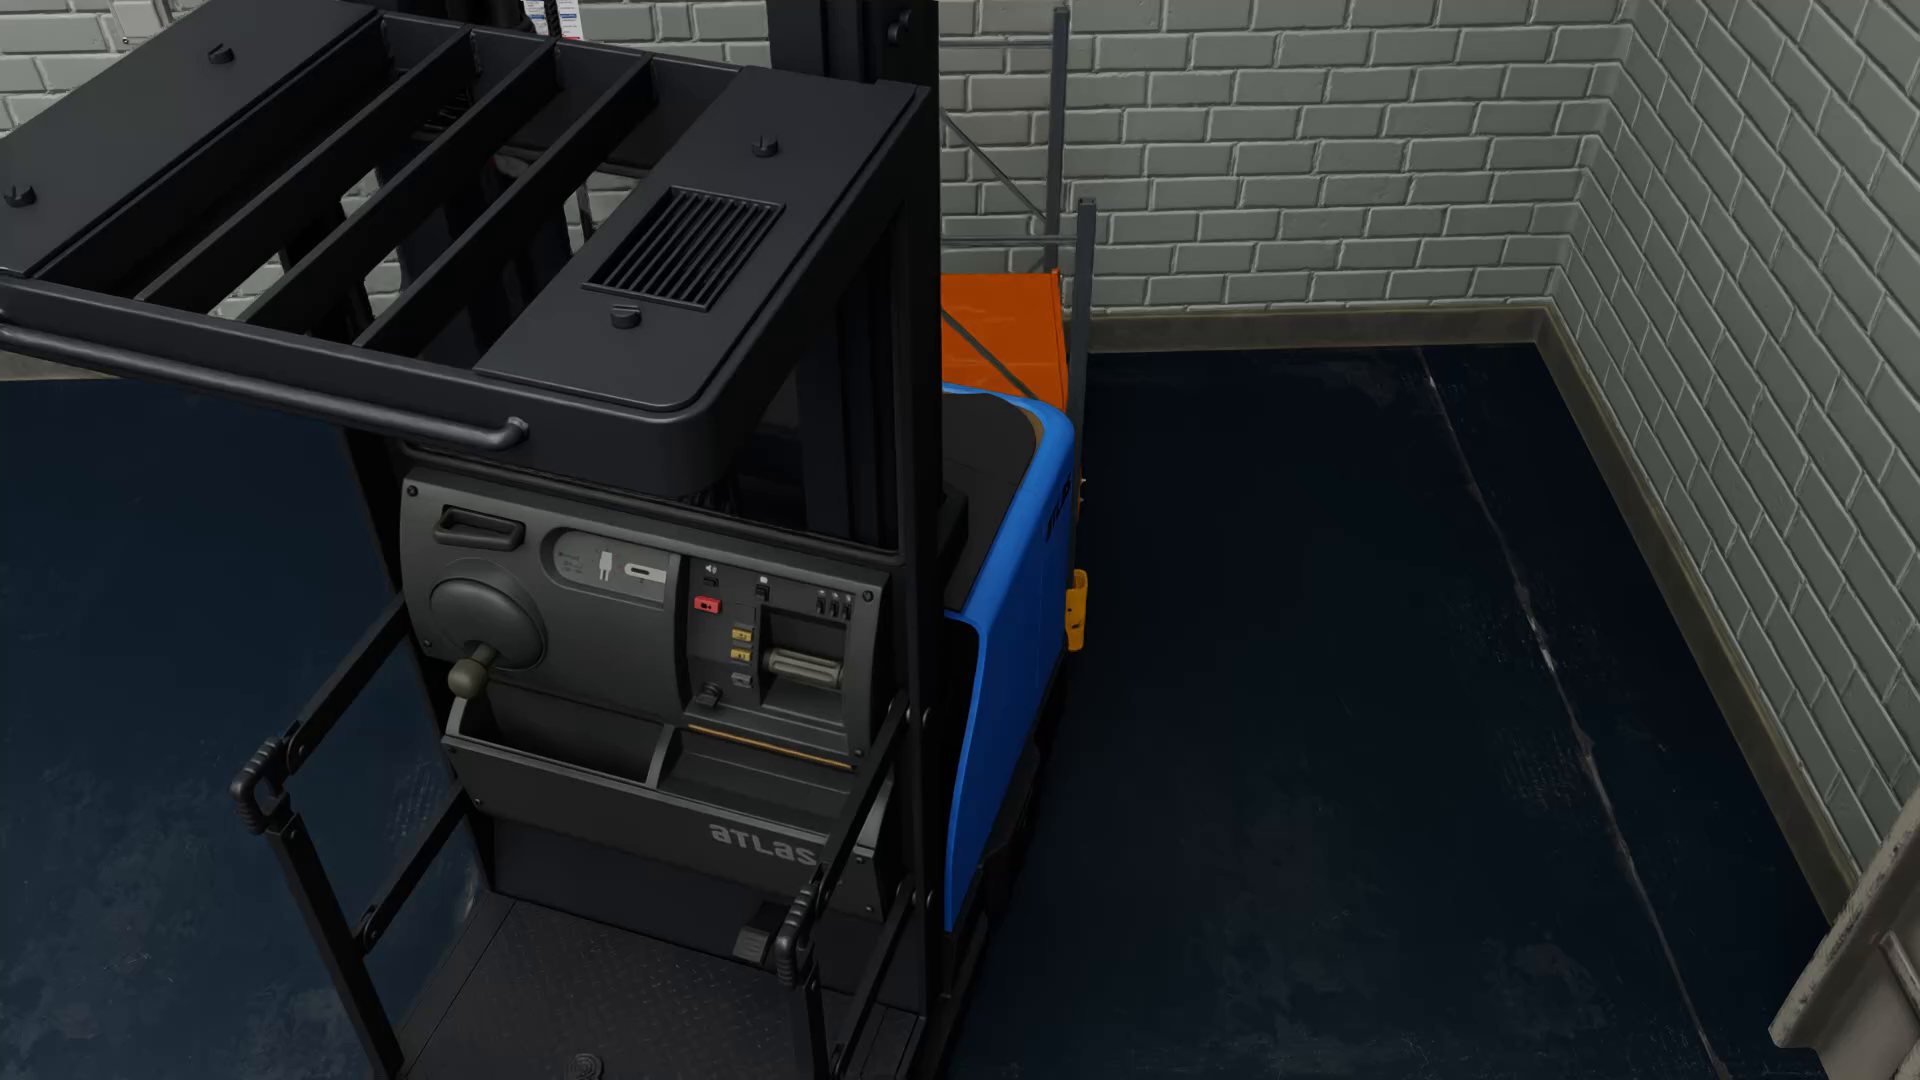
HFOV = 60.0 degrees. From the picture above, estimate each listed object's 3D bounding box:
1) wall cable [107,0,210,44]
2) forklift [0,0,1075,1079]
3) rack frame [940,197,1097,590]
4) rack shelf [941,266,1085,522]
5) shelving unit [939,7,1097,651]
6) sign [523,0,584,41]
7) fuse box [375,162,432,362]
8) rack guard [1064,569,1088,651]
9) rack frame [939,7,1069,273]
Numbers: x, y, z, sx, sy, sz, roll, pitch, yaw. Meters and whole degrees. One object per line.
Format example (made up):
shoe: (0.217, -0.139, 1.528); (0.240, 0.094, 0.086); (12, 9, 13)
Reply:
wall cable: (-2.497, -2.051, 4.516); (0.588, 1.984, 0.122); (-2, 43, -2)
forklift: (-0.647, 0.233, 2.827); (1.130, 2.935, 3.031); (12, 44, 13)
rack frame: (0.070, -0.240, 4.402); (0.500, 1.500, 0.032); (-1, 43, -1)
rack shelf: (0.063, -0.451, 4.899); (0.538, 0.185, 1.000); (-1, 43, -1)
shelving unit: (0.063, -0.590, 4.784); (0.587, 1.500, 1.083); (-1, 43, -1)
sign: (-1.324, -1.709, 4.965); (0.329, 0.494, 0.001); (-2, 43, -2)
fuse box: (-1.809, -1.115, 5.200); (0.539, 1.711, 0.414); (-2, 43, -2)
rack guard: (0.070, 0.207, 4.839); (0.587, 0.250, 0.087); (-1, 43, -1)
rack frame: (0.055, -0.927, 5.152); (0.500, 1.500, 0.032); (-1, 43, -1)
